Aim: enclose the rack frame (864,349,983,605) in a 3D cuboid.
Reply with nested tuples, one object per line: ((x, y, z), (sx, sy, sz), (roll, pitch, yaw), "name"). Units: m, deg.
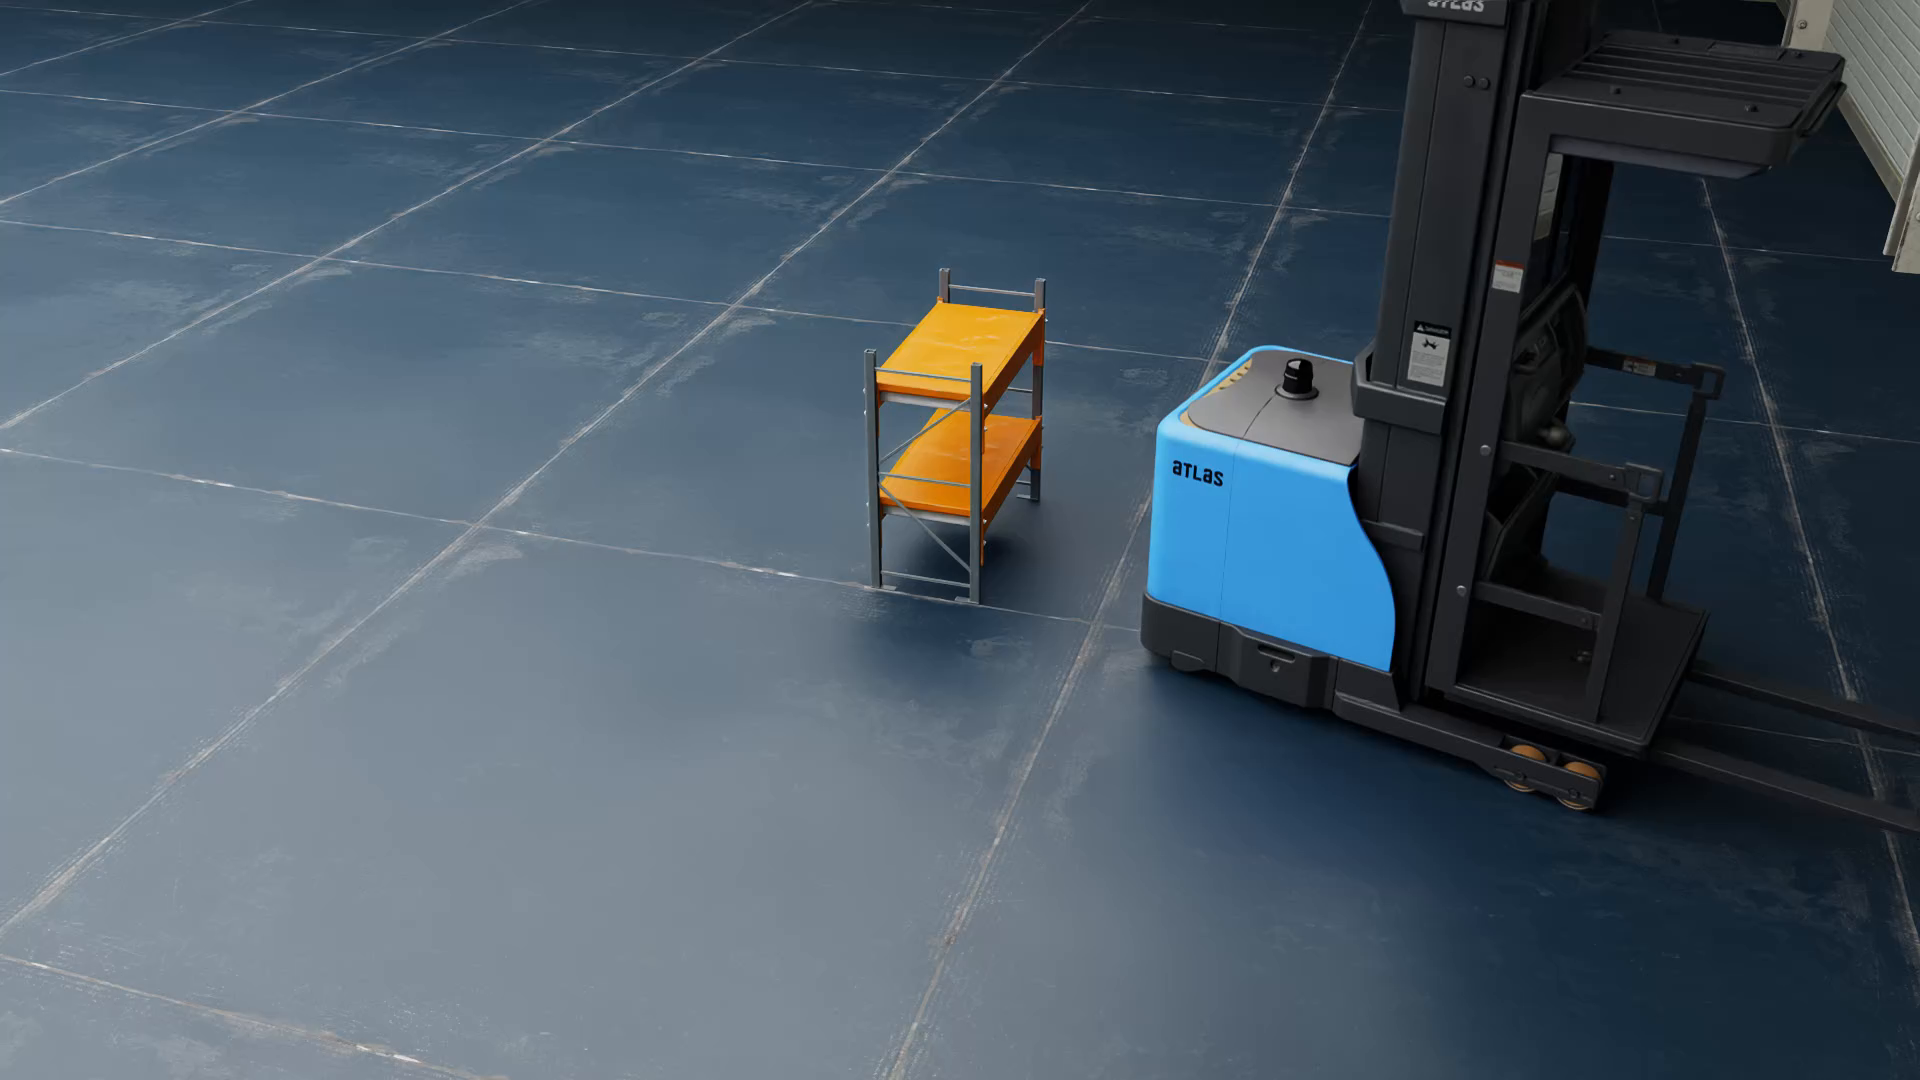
((-0.151, -0.252, 7.046), (0.500, 1.125, 0.032), (8, 30, 15), "rack frame")

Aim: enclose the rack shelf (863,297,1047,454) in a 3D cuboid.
((-0.002, -0.744, 7.329), (0.538, 0.278, 1.000), (8, 30, 15), "rack shelf")

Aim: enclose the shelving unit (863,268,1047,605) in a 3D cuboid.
((-0.002, -0.488, 7.471), (0.538, 1.125, 1.048), (8, 30, 15), "shelving unit")

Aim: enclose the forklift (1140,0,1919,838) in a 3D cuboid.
((2.261, -0.604, 5.821), (3.031, 2.935, 1.130), (17, 33, 28), "forklift")

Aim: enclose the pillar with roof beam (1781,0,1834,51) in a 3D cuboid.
((3.979, -9.169, 14.975), (9.100, 9.000, 0.400), (8, 30, 15), "pillar with roof beam")

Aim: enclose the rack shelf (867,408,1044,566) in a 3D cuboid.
((-0.002, -0.275, 7.590), (0.538, 0.278, 1.000), (8, 30, 15), "rack shelf")

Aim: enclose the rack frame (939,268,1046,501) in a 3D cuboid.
((0.147, -0.725, 7.896), (0.500, 1.125, 0.032), (8, 30, 15), "rack frame")

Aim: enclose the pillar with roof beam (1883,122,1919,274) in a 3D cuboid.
((2.218, -6.380, 9.963), (9.100, 9.000, 0.400), (8, 30, 15), "pillar with roof beam")
